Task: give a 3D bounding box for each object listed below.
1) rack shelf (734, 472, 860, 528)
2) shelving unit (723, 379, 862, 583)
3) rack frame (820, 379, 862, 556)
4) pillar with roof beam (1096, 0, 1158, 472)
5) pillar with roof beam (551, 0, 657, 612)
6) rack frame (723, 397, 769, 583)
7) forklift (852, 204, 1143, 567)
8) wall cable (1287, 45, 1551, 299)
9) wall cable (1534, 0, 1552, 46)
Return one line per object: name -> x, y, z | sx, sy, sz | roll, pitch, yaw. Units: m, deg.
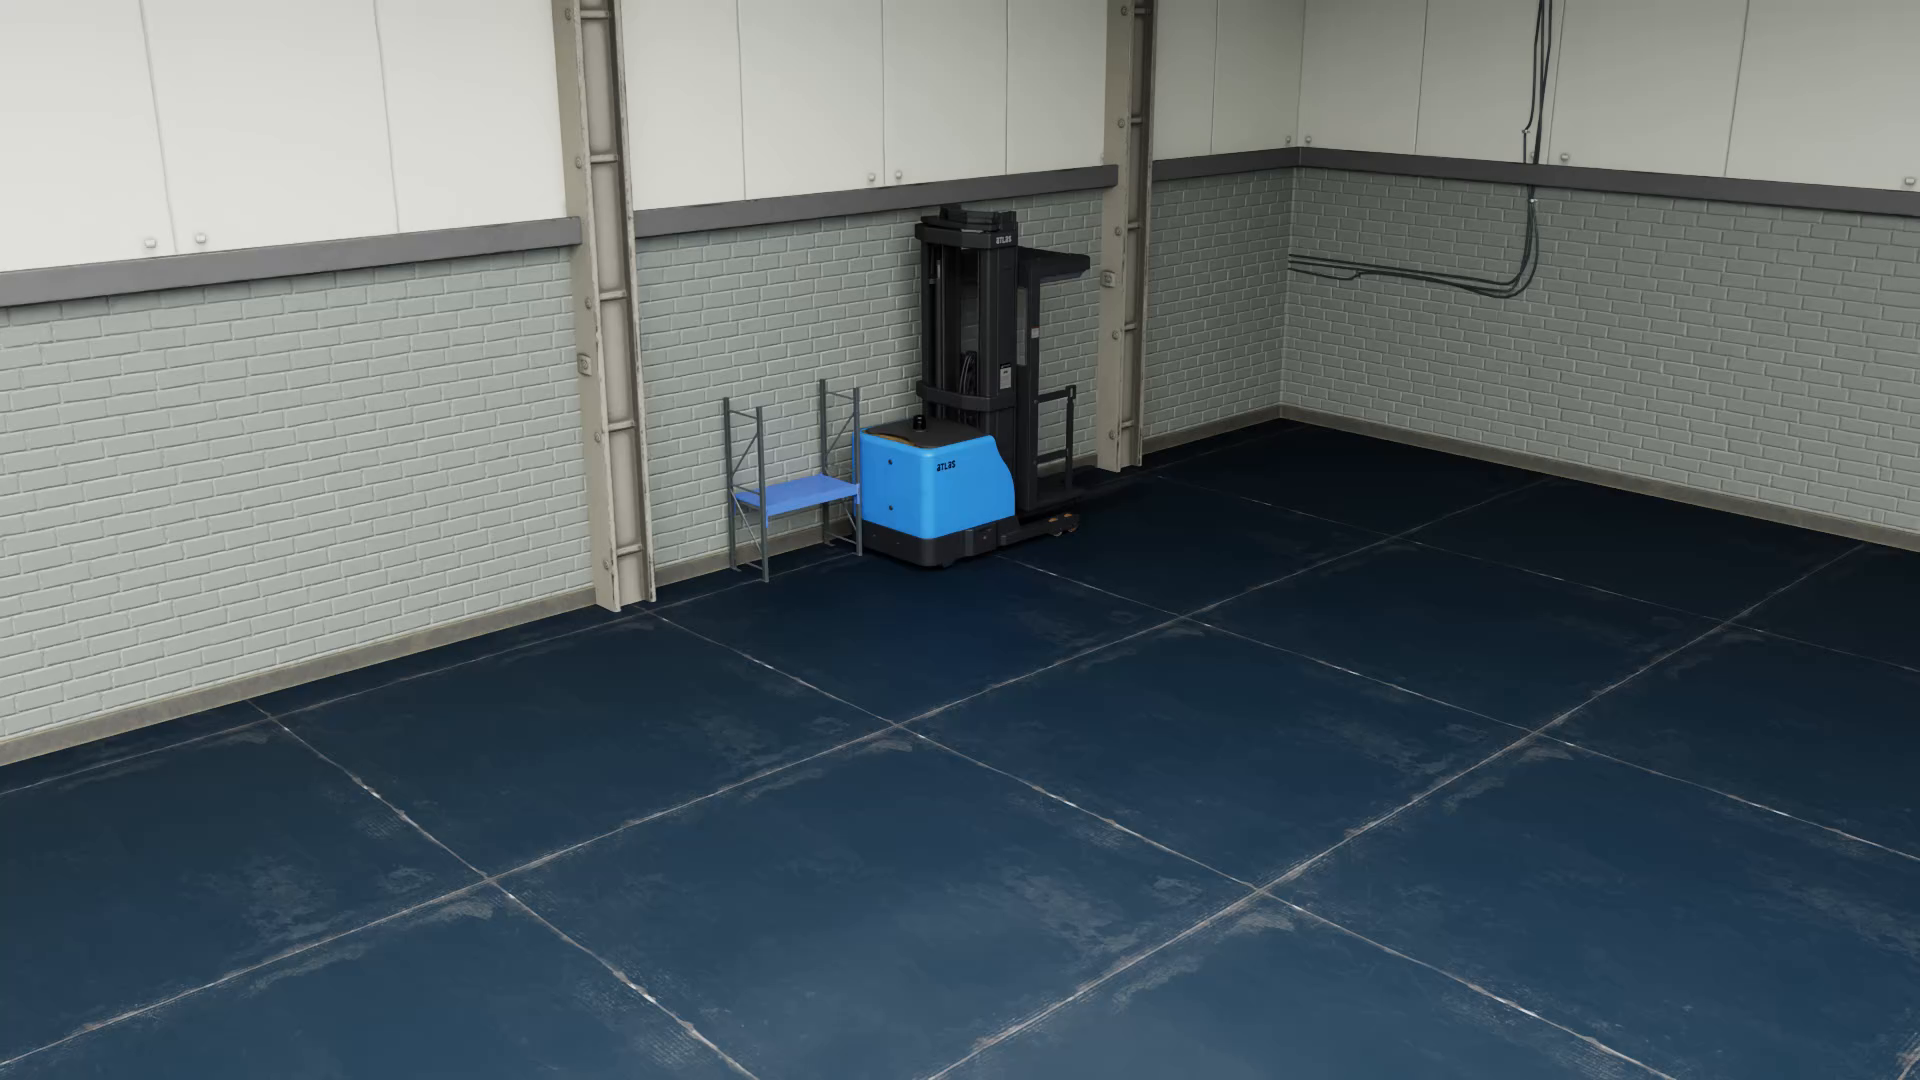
rack shelf -> -1.409, -0.352, 14.221 | 1.000, 0.185, 0.538 | -16, 24, -41
shelving unit -> -1.409, -0.523, 14.166 | 1.048, 1.500, 0.538 | -16, 24, -41
rack frame -> -1.037, -0.630, 14.496 | 0.032, 1.500, 0.500 | -16, 24, -41
pillar with roof beam -> 4.614, -4.089, 13.005 | 0.400, 9.000, 9.100 | -16, 24, -41
pillar with roof beam -> 0.254, -2.817, 9.084 | 0.400, 9.000, 9.100 | -16, 24, -41
rack frame -> -1.780, -0.416, 13.835 | 0.032, 1.500, 0.500 | -16, 24, -41
forklift -> 0.453, -1.529, 14.949 | 3.031, 2.935, 1.130 | -17, 24, -41
wall cable -> 4.705, -3.904, 17.471 | 0.112, 2.526, 3.097 | -16, 24, -41
wall cable -> 6.564, -5.700, 14.822 | 0.112, 2.526, 3.097 | -16, 24, -41
